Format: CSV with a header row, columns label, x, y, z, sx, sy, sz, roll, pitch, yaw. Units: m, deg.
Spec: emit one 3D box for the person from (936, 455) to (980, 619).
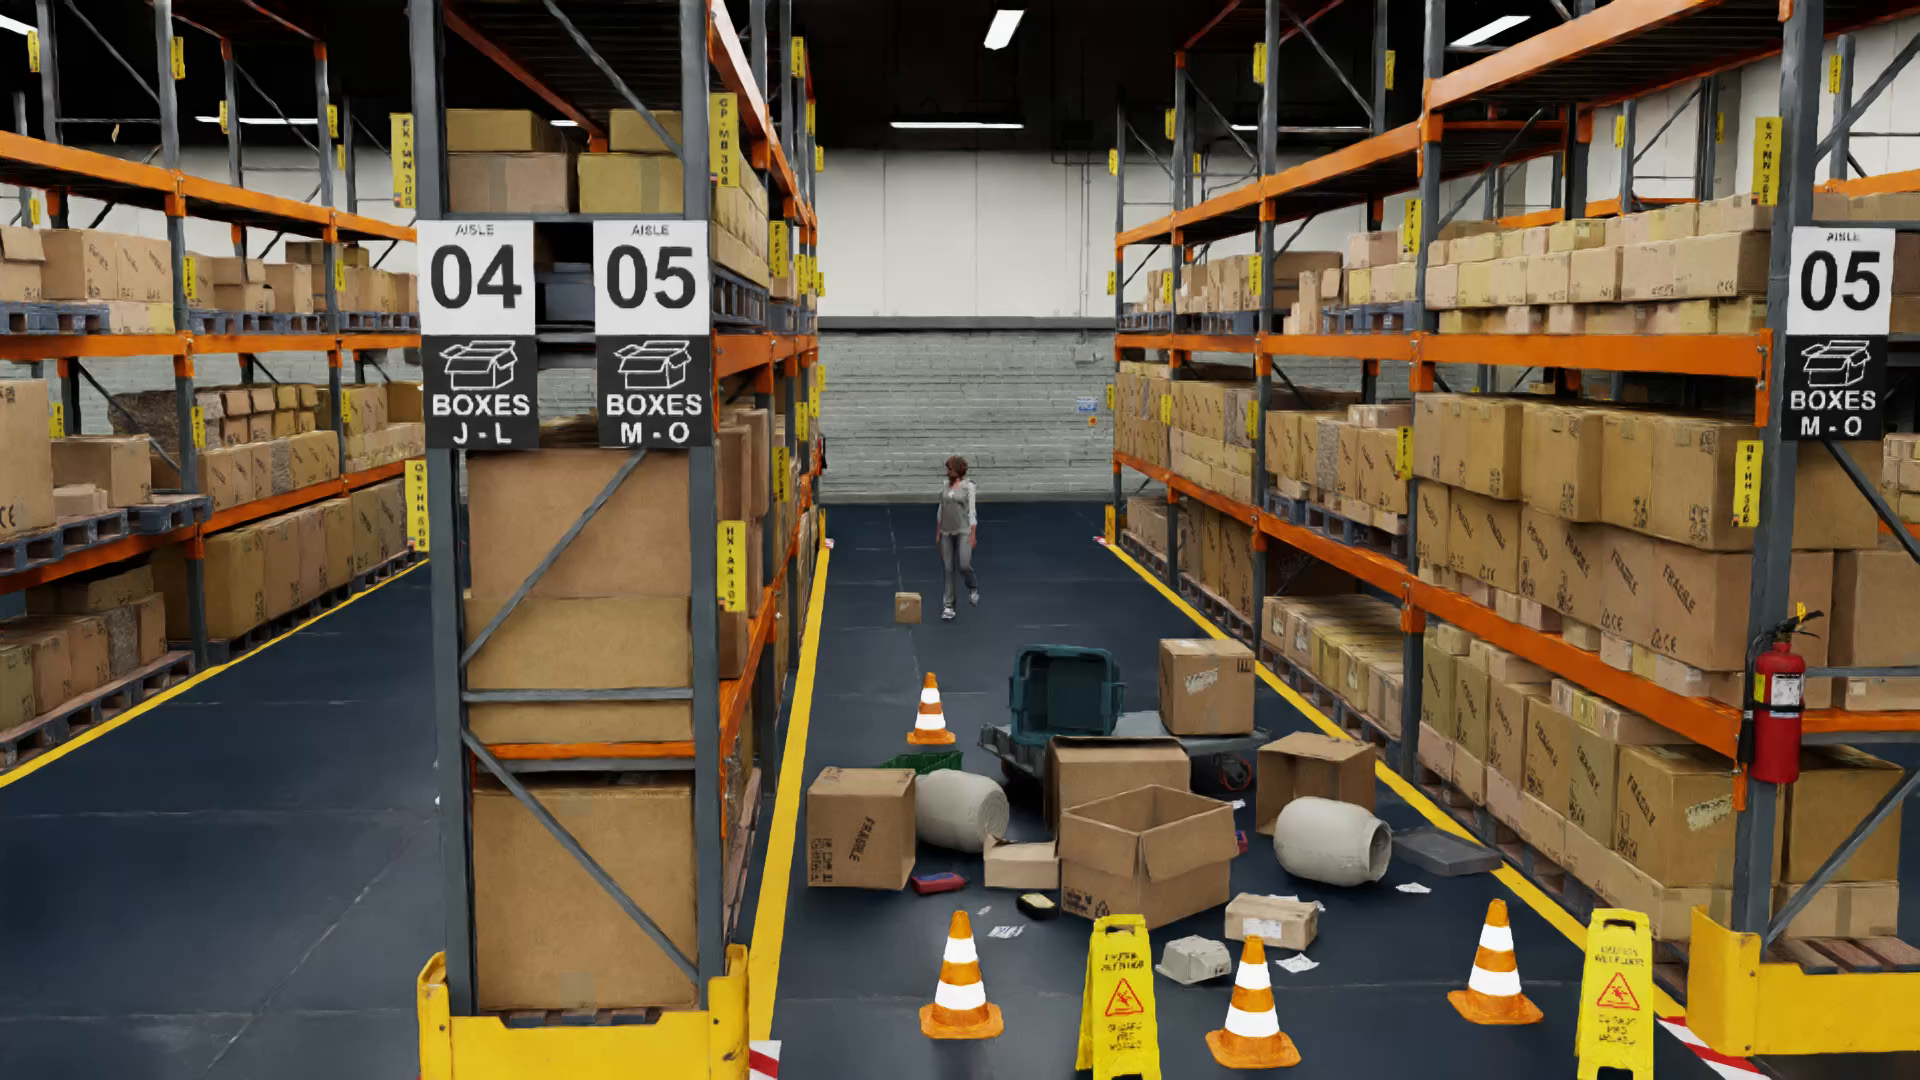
label,x,y,z,sx,sy,sz,roll,pitch,yaw
person,-0.032,-0.041,16.498,0.463,1.598,0.579,4,8,26
